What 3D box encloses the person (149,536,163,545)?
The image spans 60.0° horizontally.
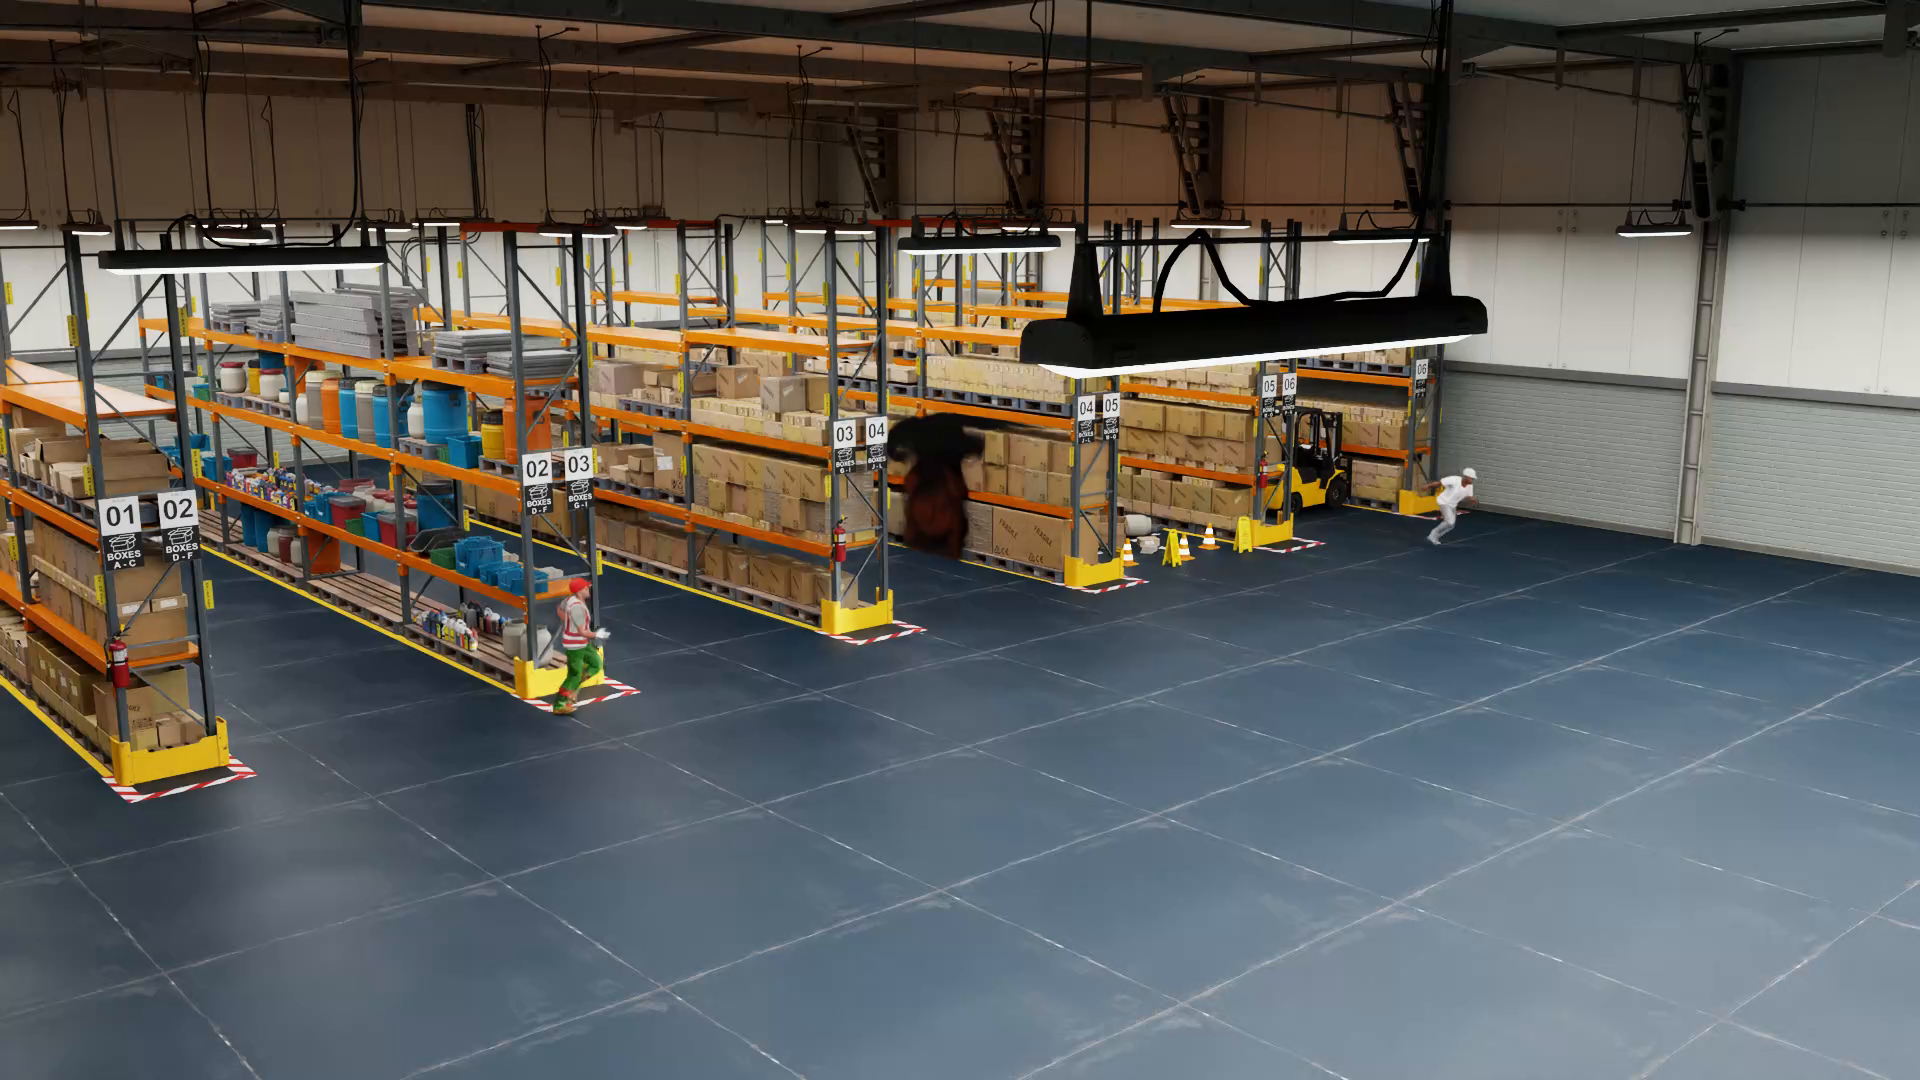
[{"bbox_3d":[-12.840,0.247,26.225,0.715,1.806,0.878,-8,14,-34],"label":"person"}]

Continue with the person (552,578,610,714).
[{"bbox_3d":[-4.784,1.310,20.941,0.753,1.727,0.685,-2,12,-11],"label":"person"}]

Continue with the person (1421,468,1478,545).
[{"bbox_3d":[9.192,-0.625,31.053,0.689,1.520,1.016,-8,14,-33],"label":"person"}]
